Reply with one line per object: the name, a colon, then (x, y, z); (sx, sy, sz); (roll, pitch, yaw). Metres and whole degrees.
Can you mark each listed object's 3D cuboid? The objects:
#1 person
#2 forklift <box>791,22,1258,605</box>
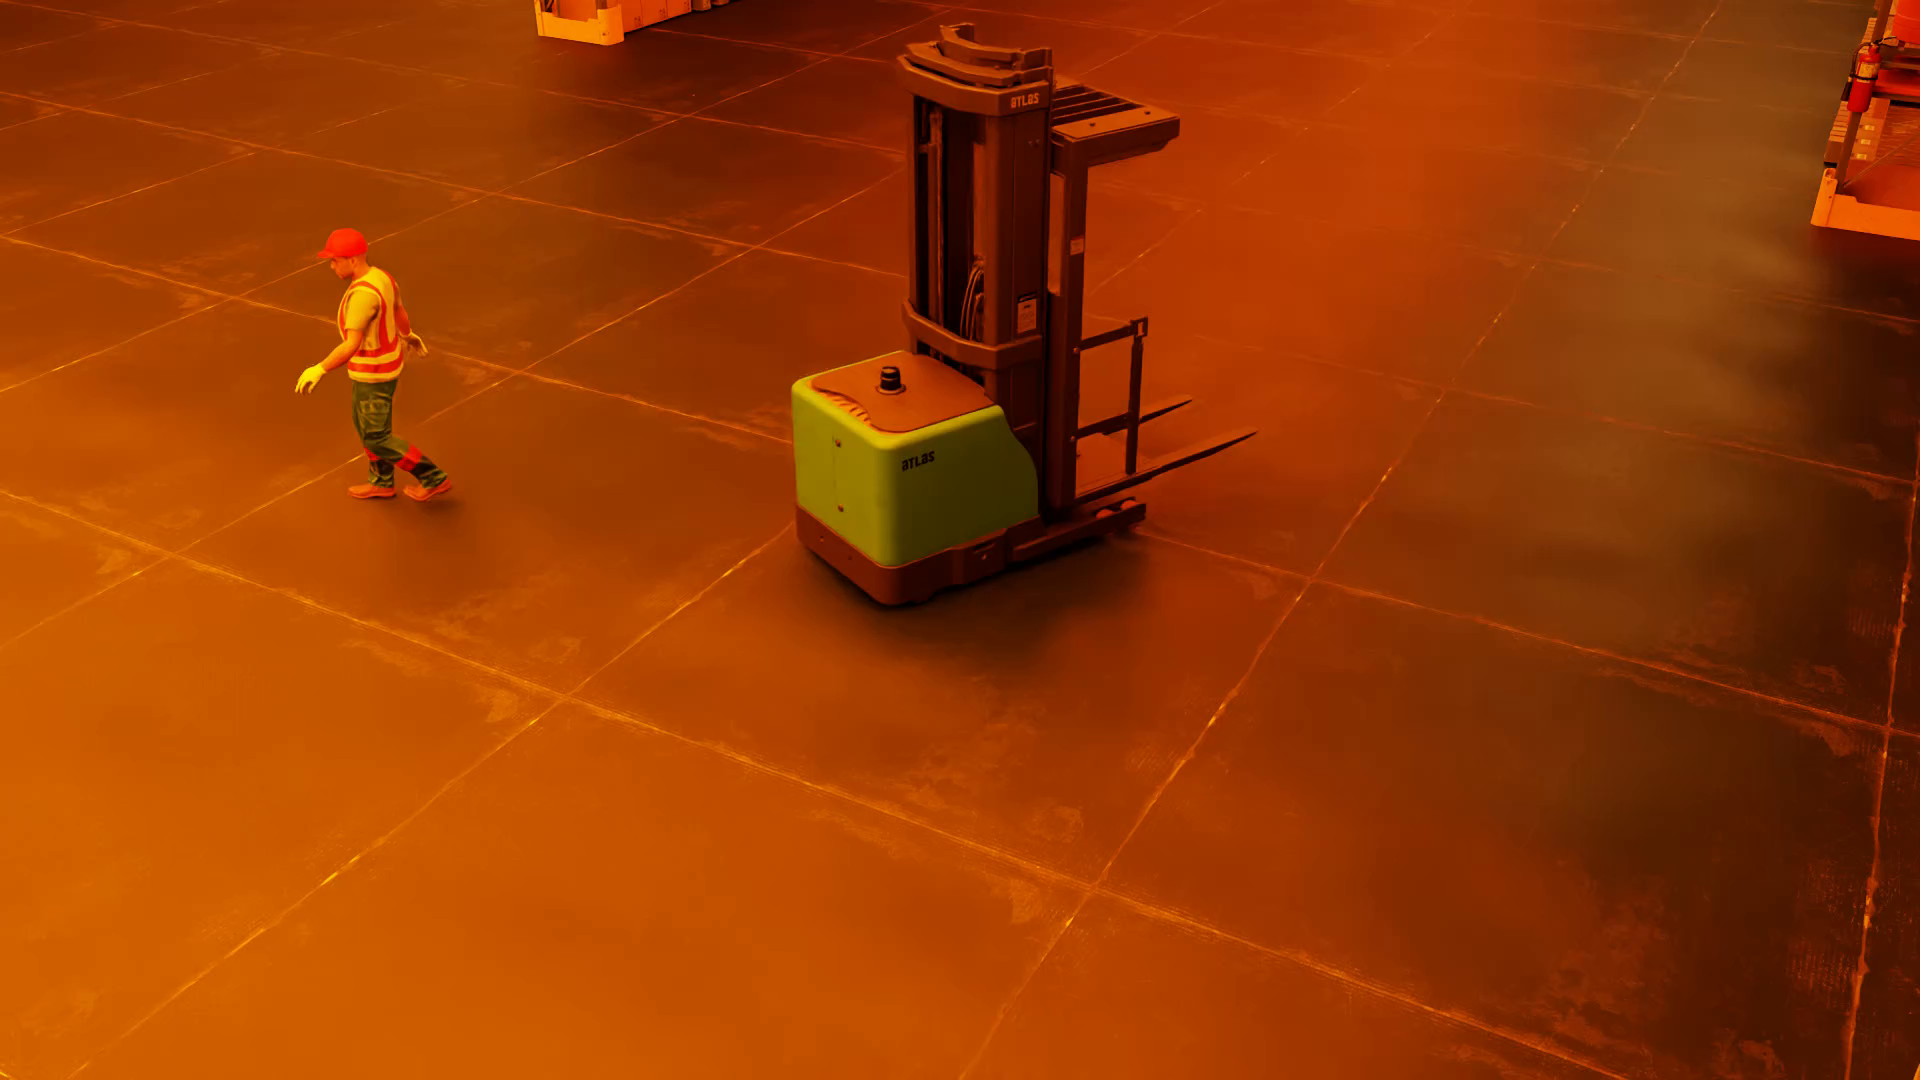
person: (-3.534, -1.024, 10.016); (0.723, 1.763, 0.928); (-5, 30, -8)
forklift: (0.517, -1.481, 9.636); (3.031, 2.935, 1.130); (-20, 35, -31)
